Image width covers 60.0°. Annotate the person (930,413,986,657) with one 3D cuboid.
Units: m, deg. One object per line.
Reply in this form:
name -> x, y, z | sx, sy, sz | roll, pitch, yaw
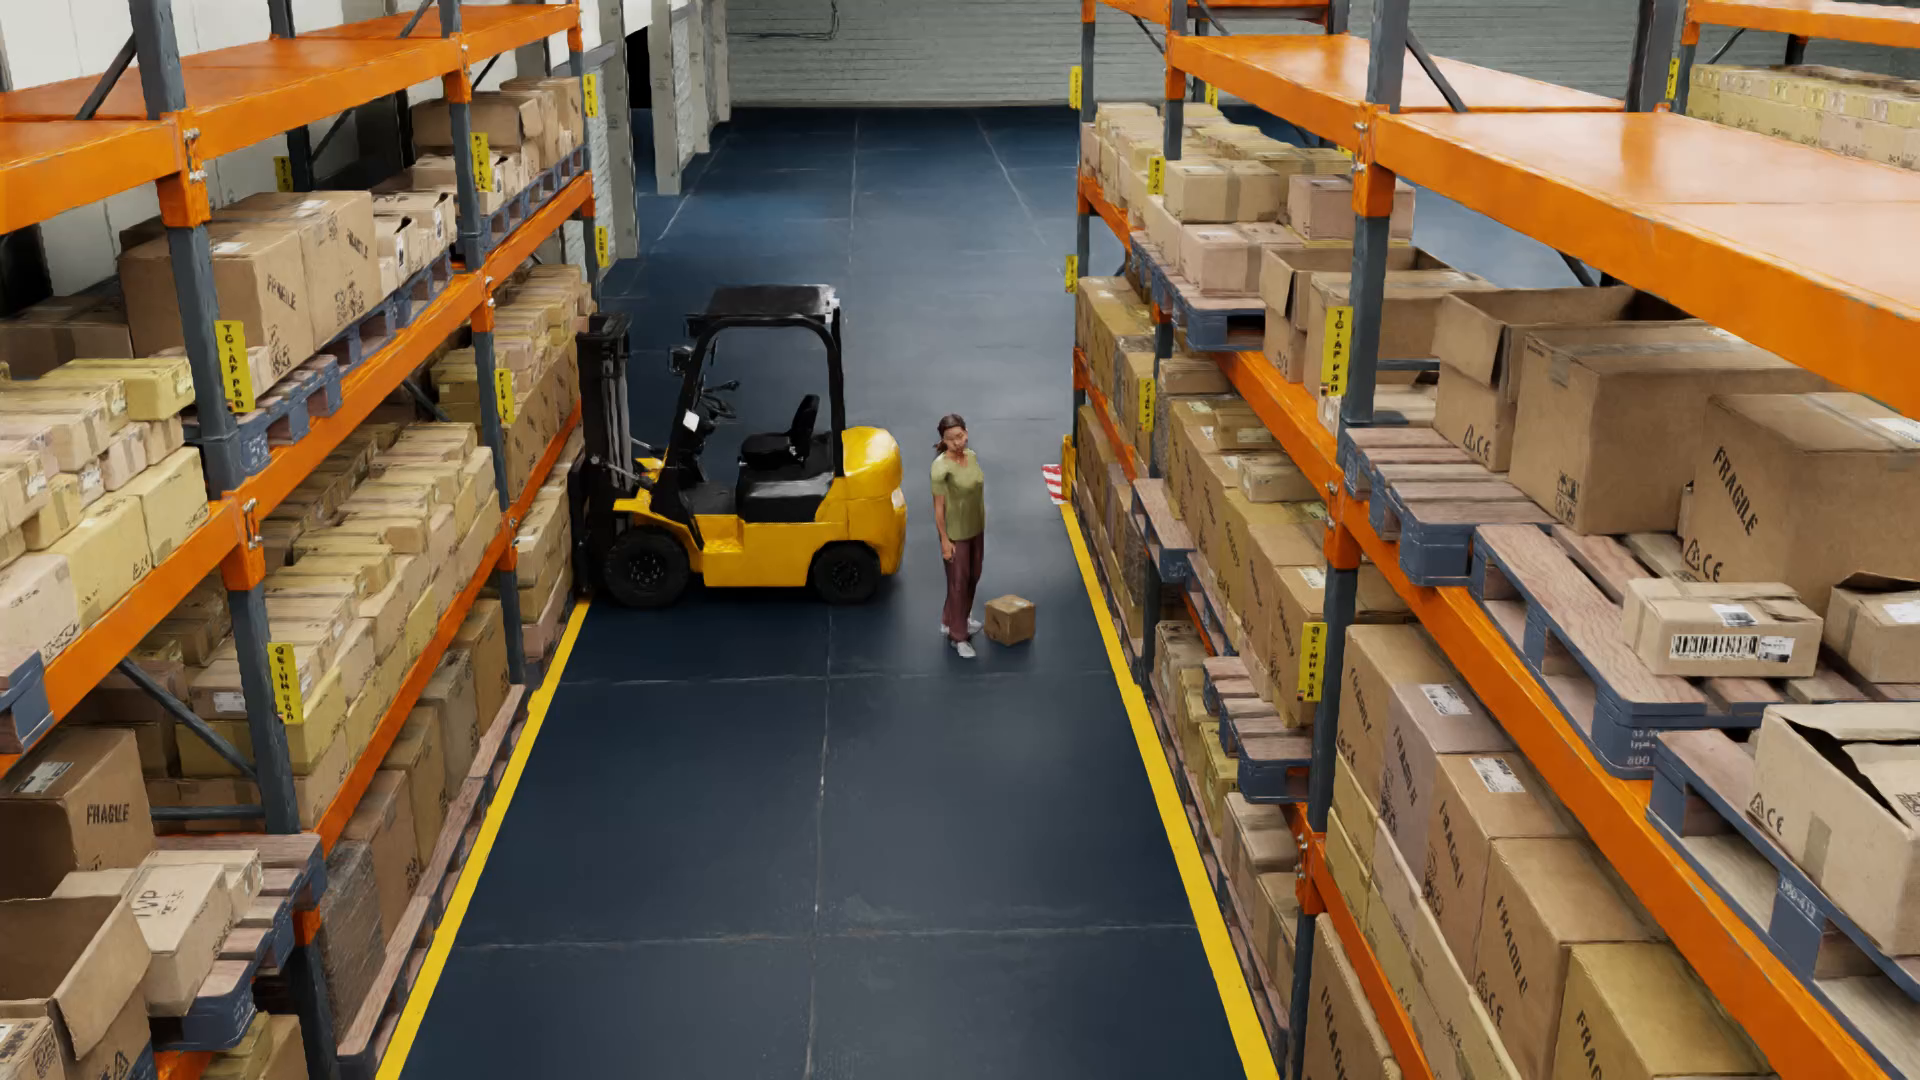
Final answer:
person -> 0.008, -0.022, 11.231 | 0.431, 1.604, 0.542 | 16, 26, 37
